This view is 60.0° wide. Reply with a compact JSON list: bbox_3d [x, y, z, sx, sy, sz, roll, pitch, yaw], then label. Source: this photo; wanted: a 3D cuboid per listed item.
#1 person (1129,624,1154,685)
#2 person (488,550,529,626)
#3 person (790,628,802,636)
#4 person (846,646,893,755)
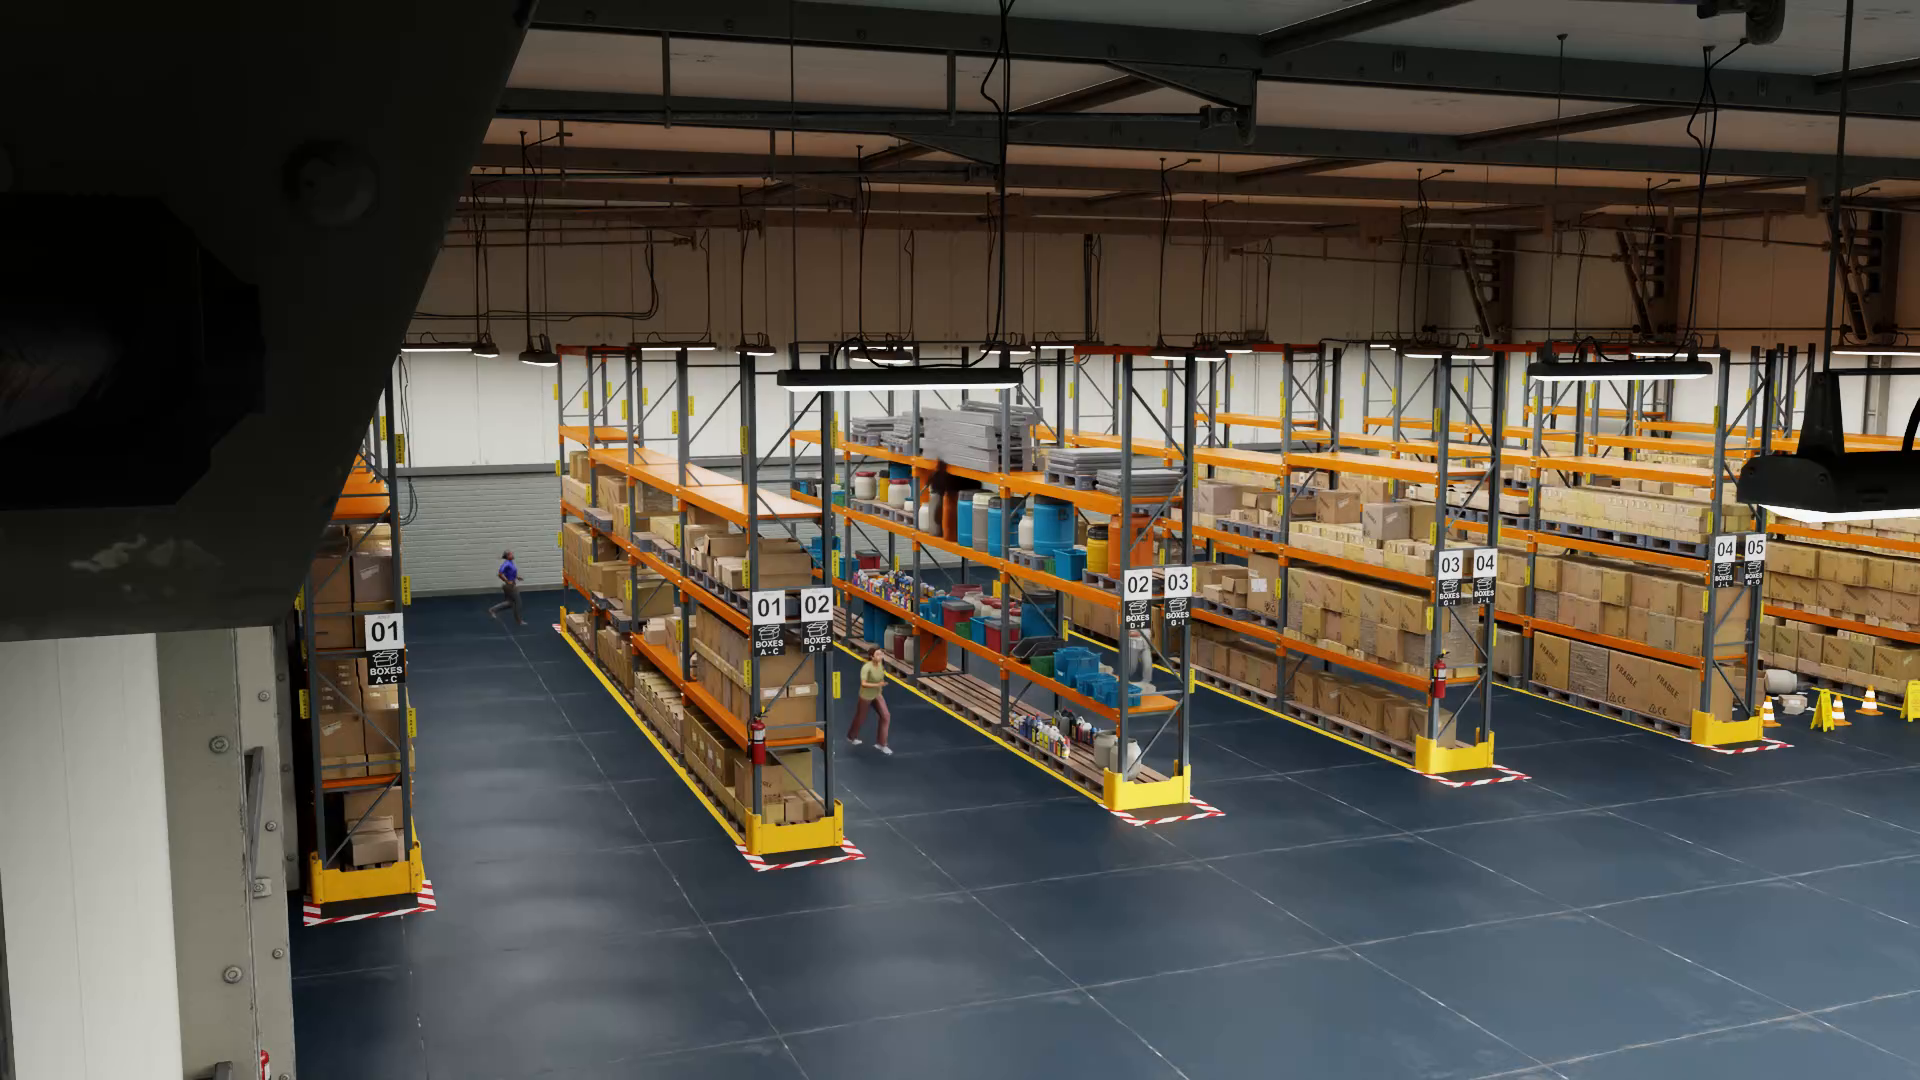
[{"bbox_3d":[3.046,1.833,28.481,0.674,1.806,0.969,-4,8,-26],"label":"person"},{"bbox_3d":[-9.662,1.028,35.501,0.834,1.656,0.572,-2,8,-16],"label":"person"},{"bbox_3d":[-3.174,1.450,31.881,0.636,1.720,0.826,-2,8,-18],"label":"person"},{"bbox_3d":[-1.360,2.368,24.914,0.573,1.640,0.938,-7,10,-42],"label":"person"}]
